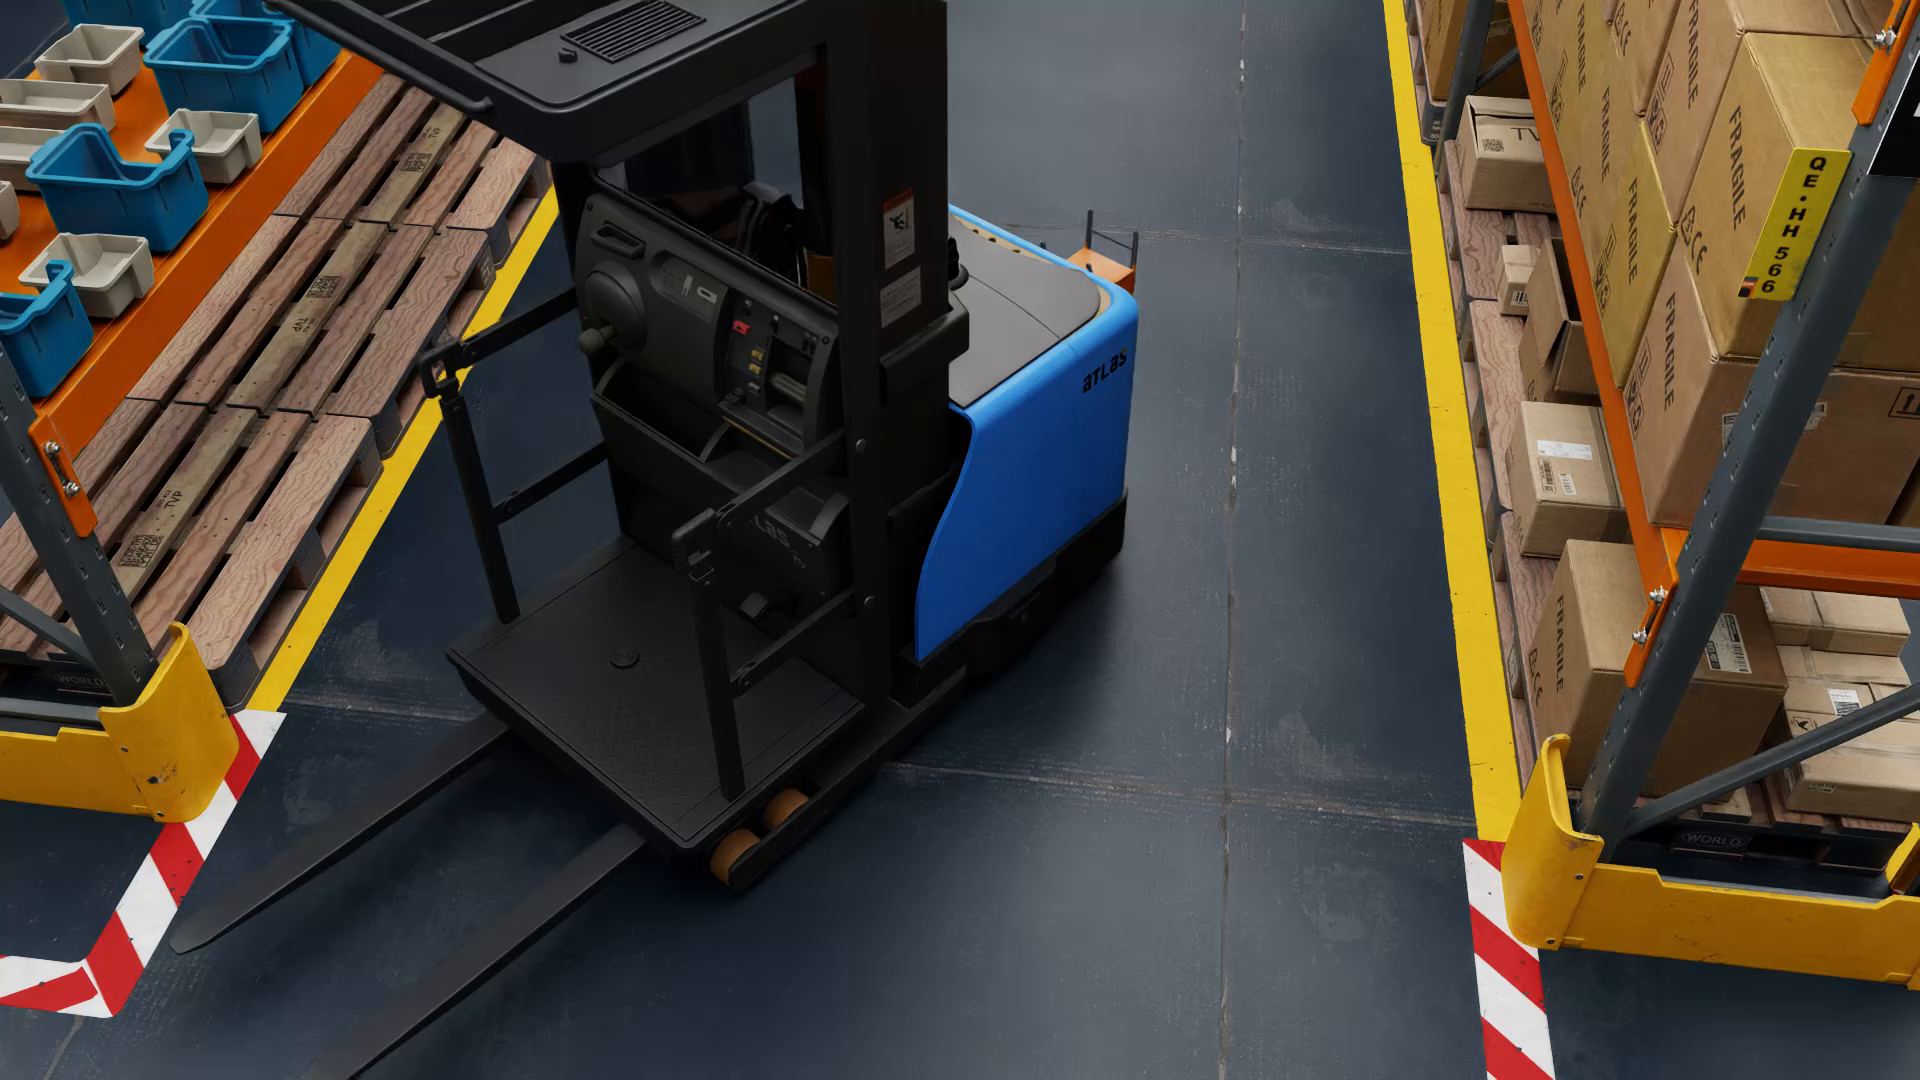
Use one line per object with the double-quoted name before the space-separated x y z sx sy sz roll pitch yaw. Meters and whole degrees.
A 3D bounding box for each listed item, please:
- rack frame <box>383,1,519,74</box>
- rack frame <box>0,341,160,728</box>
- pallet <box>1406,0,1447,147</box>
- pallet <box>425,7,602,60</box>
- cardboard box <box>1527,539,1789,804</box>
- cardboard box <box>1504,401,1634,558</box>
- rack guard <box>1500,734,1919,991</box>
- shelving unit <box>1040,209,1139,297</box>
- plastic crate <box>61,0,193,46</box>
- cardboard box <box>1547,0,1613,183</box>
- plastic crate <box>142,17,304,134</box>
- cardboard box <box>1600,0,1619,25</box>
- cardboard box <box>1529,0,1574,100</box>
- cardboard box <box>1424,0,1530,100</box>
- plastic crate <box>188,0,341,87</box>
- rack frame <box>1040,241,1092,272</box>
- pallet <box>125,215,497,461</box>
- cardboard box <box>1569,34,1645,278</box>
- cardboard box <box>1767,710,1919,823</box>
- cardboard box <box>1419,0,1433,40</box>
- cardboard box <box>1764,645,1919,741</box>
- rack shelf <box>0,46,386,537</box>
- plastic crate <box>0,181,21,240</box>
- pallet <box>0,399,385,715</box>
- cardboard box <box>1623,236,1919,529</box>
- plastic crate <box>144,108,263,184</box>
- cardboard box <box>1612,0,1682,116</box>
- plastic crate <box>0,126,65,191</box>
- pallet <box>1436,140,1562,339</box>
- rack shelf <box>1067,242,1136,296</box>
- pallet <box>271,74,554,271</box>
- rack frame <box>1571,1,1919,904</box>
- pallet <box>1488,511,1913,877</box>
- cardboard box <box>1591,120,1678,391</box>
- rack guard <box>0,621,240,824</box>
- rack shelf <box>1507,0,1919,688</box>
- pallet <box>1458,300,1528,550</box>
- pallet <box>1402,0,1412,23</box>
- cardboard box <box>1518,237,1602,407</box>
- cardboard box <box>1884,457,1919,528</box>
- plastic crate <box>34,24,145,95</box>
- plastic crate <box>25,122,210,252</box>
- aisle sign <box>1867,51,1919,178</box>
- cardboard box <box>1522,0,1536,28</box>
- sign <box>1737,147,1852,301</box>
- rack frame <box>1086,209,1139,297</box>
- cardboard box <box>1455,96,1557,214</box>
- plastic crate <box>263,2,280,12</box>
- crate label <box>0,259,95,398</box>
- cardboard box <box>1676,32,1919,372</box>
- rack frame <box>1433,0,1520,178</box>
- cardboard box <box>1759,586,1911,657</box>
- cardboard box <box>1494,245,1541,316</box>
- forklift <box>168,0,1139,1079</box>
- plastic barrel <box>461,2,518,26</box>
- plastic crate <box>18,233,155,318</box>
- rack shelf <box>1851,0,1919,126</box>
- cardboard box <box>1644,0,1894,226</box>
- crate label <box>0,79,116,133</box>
"rack frame" -2.273 -3.166 6.912 1.000 3.000 0.127 5 44 6
"rack frame" -2.802 -0.440 4.033 1.000 3.000 0.127 5 44 6
"pallet" 2.706 -2.259 7.982 1.003 0.211 1.213 5 44 6
"pallet" -2.130 -2.676 8.423 1.003 0.211 1.213 5 44 6
"cardboard box" 1.935 0.367 4.678 0.500 0.500 0.500 5 44 6
"cardboard box" 2.090 -0.187 5.445 0.500 0.250 0.500 5 44 6
"rack guard" 2.117 0.868 4.469 1.175 0.500 0.348 5 44 6
"shelving unit" 0.408 -0.573 5.591 0.215 1.050 0.252 31 51 28
"plastic crate" -2.785 -1.824 5.573 0.416 0.233 0.300 5 44 6
"cardboard box" 2.100 -1.391 4.964 0.500 0.500 0.500 5 44 5
"plastic crate" -2.269 -1.437 5.164 0.416 0.233 0.300 5 44 6
"cardboard box" 2.091 -1.763 4.631 0.500 0.500 0.500 6 44 7
"cardboard box" 2.166 -1.737 5.330 0.500 0.500 0.500 5 44 5
"cardboard box" 2.417 -2.328 7.525 0.500 0.500 0.500 5 44 5
"plastic crate" -2.230 -1.642 5.380 0.416 0.233 0.300 5 44 6
"rack frame" 0.328 -0.510 5.525 0.200 1.050 0.008 31 51 28
"pallet" -2.491 -0.815 6.458 1.003 0.211 1.213 5 44 6
"cardboard box" 2.033 -1.047 4.602 0.500 0.500 0.500 6 44 6
"cardboard box" 2.503 0.634 4.653 0.380 0.149 0.250 5 44 6
"cardboard box" 2.491 -2.664 7.880 0.500 0.500 0.500 5 44 6
"cardboard box" 2.536 0.457 4.826 0.380 0.166 0.250 5 44 6
"rack shelf" -2.538 -1.542 5.720 1.077 0.370 4.000 5 44 6
"plastic crate" -2.874 -0.939 4.708 0.396 0.136 0.243 5 44 6
"pallet" -2.655 0.014 5.582 1.003 0.211 1.213 5 44 6
"cardboard box" 1.897 -0.354 3.869 0.500 0.500 0.500 6 44 7
"plastic crate" -2.229 -1.178 4.961 0.250 0.136 0.298 5 44 6
"cardboard box" 2.023 -1.413 4.261 0.500 0.500 0.500 6 44 7
"plastic crate" -2.821 -1.135 4.915 0.396 0.136 0.243 5 44 6
"pallet" 2.544 -1.233 6.899 1.003 0.211 1.213 5 44 6
"rack shelf" 0.408 -0.771 5.403 0.215 0.259 0.240 31 51 28
"pallet" -2.332 -1.649 7.338 1.003 0.211 1.213 5 44 6
"rack frame" 2.107 0.012 3.555 1.000 3.000 0.127 5 44 6
"pallet" 2.222 0.430 5.143 1.003 0.211 1.213 5 44 6
"cardboard box" 1.962 -0.708 4.243 0.500 0.500 0.500 6 44 6
"rack guard" -2.793 0.485 4.874 1.175 0.500 0.348 5 44 6
"rack shelf" 2.372 -1.089 5.242 1.077 0.370 4.000 5 44 6
"pallet" 2.385 -0.399 6.018 1.003 0.211 1.213 5 44 6
"pallet" 2.865 -3.093 8.863 1.003 0.211 1.213 5 44 6
"cardboard box" 2.393 -0.686 5.789 0.797 0.503 0.637 5 44 6
"cardboard box" 2.427 -0.302 3.815 0.500 0.500 0.500 6 44 6
"plastic crate" -2.788 -1.530 5.333 0.298 0.136 0.250 5 44 6
"plastic crate" -2.356 -0.988 4.690 0.416 0.233 0.300 5 44 6
"aisle sign" 1.794 -0.913 2.642 0.394 0.787 0.004 5 44 6
"cardboard box" 2.234 -2.078 5.690 0.500 0.500 0.500 6 44 6
"sign" 1.560 -0.587 3.116 0.100 0.325 0.005 5 44 6
"rack frame" 0.488 -0.636 5.658 0.200 1.050 0.008 31 51 28
"cardboard box" 2.366 -1.631 6.926 0.500 0.311 0.500 5 44 6
"plastic crate" -2.206 -1.878 5.700 0.293 0.136 0.466 5 44 6
"crate label" -2.443 -0.540 4.216 0.416 0.233 0.303 5 44 6
"cardboard box" 1.893 -0.715 3.524 0.500 0.500 0.500 5 44 5
"rack frame" 2.636 -2.714 6.434 1.000 3.000 0.127 5 44 6
"cardboard box" 2.526 0.166 5.073 0.500 0.250 0.500 5 44 6
"cardboard box" 2.262 -0.988 6.352 0.380 0.166 0.250 5 44 6
"forklift" -0.804 -0.480 4.125 1.130 2.935 3.031 32 52 29
"plastic barrel" -2.185 -2.926 7.879 0.600 0.901 0.708 5 44 6
"plastic crate" -2.319 -0.716 4.472 0.250 0.136 0.298 5 44 6
"rack shelf" 2.372 -2.179 4.211 1.077 0.370 4.000 5 44 6
"cardboard box" 1.959 -1.060 3.887 0.500 0.500 0.500 6 44 7
"crate label" -2.809 -1.327 5.118 0.396 0.136 0.243 5 44 6
